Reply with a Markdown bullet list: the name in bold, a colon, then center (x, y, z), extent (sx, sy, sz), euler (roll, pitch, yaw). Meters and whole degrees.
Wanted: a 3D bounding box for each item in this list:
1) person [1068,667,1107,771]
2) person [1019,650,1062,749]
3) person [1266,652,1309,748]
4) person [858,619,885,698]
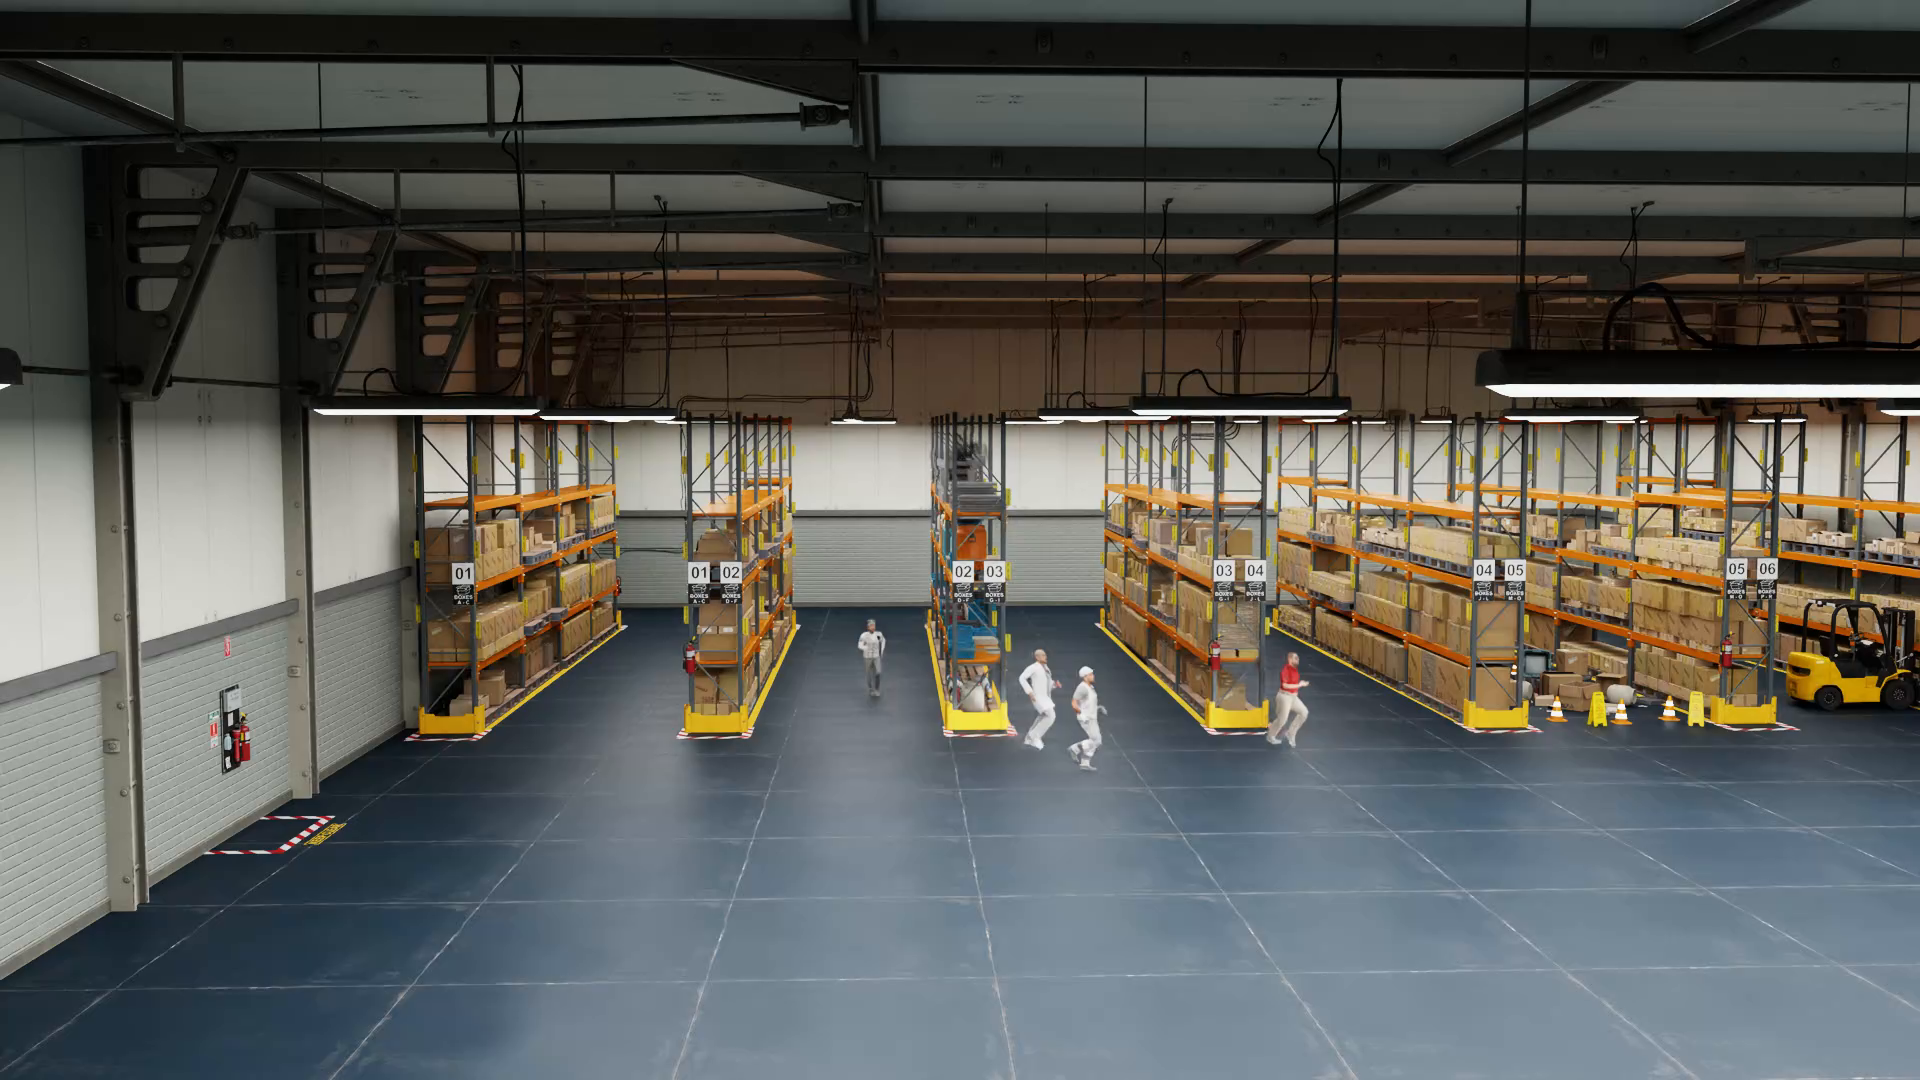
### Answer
- **person**: center (2.124, 2.975, 27.674), extent (0.597, 1.740, 0.657), euler (1, 4, 20)
- **person**: center (1.461, 2.828, 29.520), extent (0.731, 1.762, 0.680), euler (2, 4, 26)
- **person**: center (5.857, 2.851, 29.667), extent (0.833, 1.727, 0.693), euler (3, 5, 35)
- **person**: center (-1.852, 2.493, 35.113), extent (0.601, 1.674, 0.700), euler (-1, 4, -10)
